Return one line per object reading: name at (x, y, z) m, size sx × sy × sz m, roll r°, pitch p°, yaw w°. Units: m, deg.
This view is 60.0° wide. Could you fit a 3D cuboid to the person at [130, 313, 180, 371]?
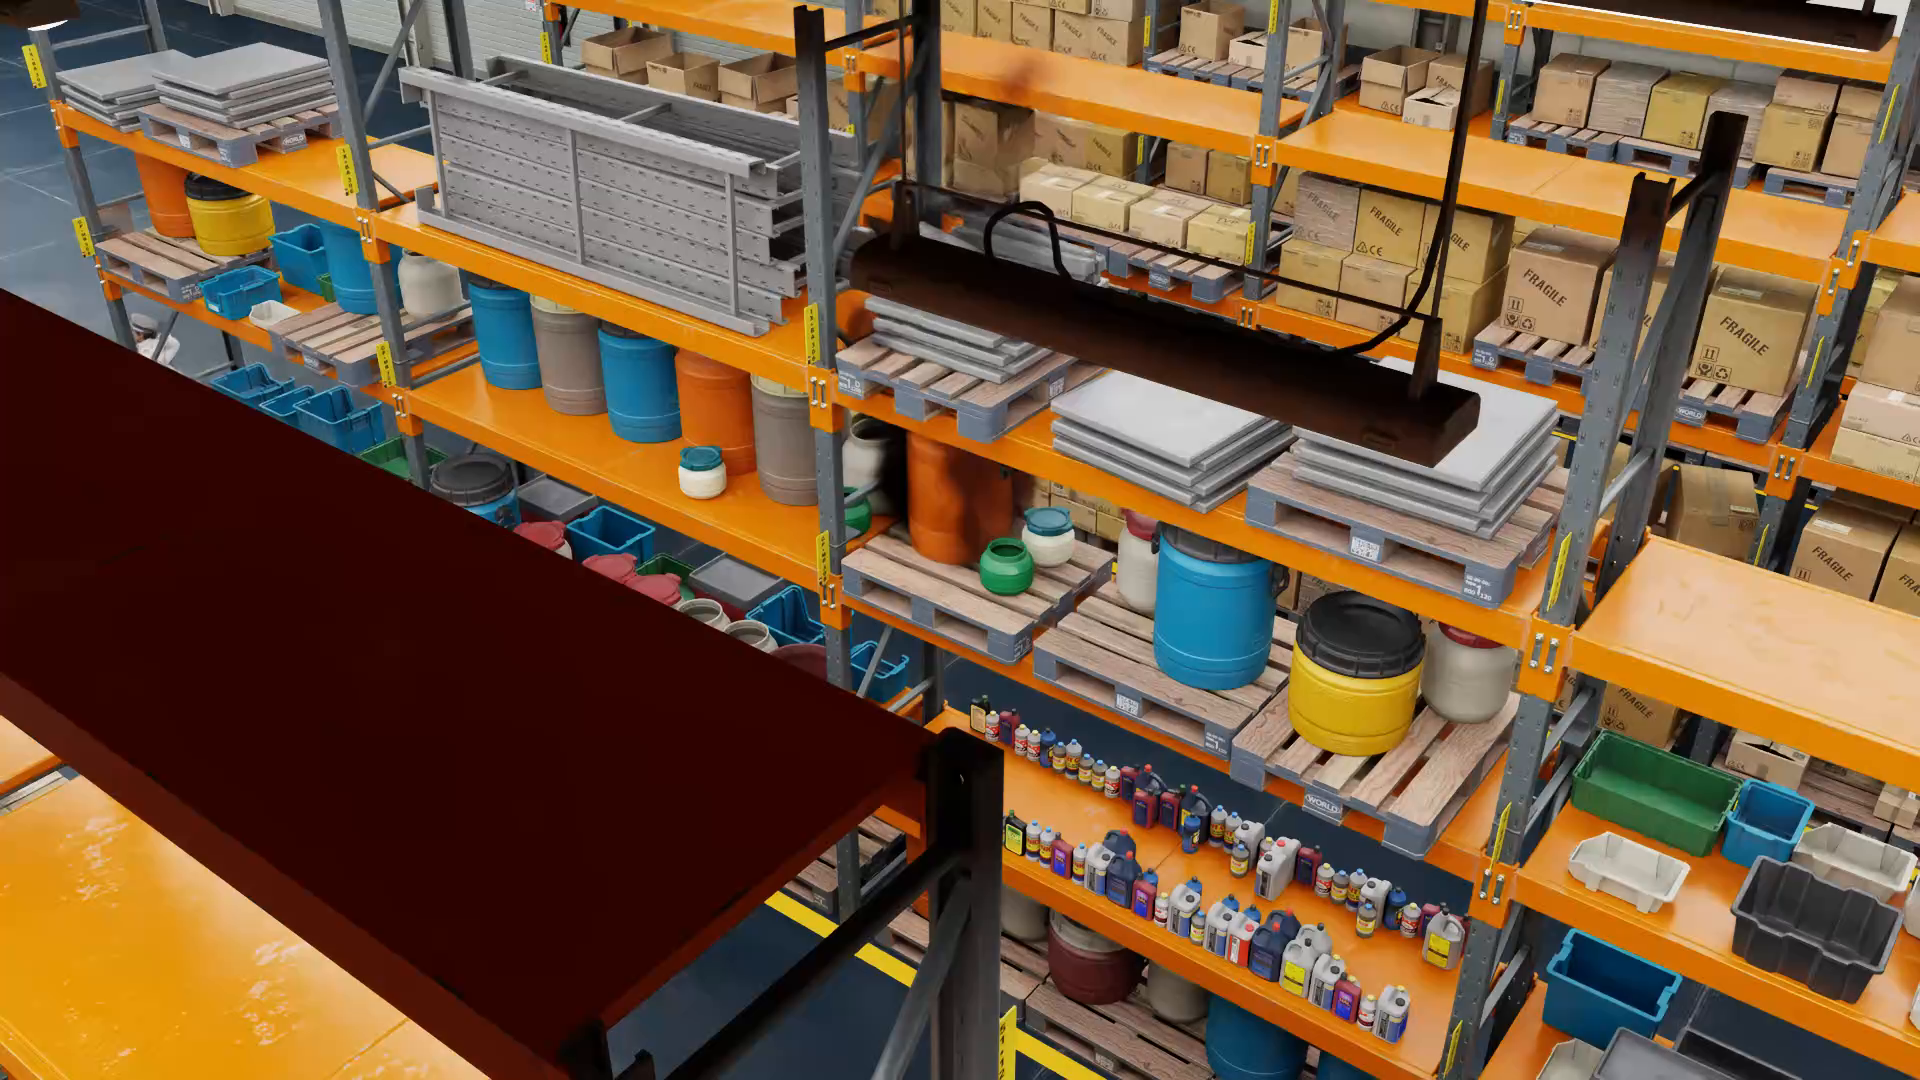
person at (-7.695, -1.454, 16.068) m, size 0.553 × 1.642 × 0.601 m, roll -9°, pitch 33°, yaw -15°
